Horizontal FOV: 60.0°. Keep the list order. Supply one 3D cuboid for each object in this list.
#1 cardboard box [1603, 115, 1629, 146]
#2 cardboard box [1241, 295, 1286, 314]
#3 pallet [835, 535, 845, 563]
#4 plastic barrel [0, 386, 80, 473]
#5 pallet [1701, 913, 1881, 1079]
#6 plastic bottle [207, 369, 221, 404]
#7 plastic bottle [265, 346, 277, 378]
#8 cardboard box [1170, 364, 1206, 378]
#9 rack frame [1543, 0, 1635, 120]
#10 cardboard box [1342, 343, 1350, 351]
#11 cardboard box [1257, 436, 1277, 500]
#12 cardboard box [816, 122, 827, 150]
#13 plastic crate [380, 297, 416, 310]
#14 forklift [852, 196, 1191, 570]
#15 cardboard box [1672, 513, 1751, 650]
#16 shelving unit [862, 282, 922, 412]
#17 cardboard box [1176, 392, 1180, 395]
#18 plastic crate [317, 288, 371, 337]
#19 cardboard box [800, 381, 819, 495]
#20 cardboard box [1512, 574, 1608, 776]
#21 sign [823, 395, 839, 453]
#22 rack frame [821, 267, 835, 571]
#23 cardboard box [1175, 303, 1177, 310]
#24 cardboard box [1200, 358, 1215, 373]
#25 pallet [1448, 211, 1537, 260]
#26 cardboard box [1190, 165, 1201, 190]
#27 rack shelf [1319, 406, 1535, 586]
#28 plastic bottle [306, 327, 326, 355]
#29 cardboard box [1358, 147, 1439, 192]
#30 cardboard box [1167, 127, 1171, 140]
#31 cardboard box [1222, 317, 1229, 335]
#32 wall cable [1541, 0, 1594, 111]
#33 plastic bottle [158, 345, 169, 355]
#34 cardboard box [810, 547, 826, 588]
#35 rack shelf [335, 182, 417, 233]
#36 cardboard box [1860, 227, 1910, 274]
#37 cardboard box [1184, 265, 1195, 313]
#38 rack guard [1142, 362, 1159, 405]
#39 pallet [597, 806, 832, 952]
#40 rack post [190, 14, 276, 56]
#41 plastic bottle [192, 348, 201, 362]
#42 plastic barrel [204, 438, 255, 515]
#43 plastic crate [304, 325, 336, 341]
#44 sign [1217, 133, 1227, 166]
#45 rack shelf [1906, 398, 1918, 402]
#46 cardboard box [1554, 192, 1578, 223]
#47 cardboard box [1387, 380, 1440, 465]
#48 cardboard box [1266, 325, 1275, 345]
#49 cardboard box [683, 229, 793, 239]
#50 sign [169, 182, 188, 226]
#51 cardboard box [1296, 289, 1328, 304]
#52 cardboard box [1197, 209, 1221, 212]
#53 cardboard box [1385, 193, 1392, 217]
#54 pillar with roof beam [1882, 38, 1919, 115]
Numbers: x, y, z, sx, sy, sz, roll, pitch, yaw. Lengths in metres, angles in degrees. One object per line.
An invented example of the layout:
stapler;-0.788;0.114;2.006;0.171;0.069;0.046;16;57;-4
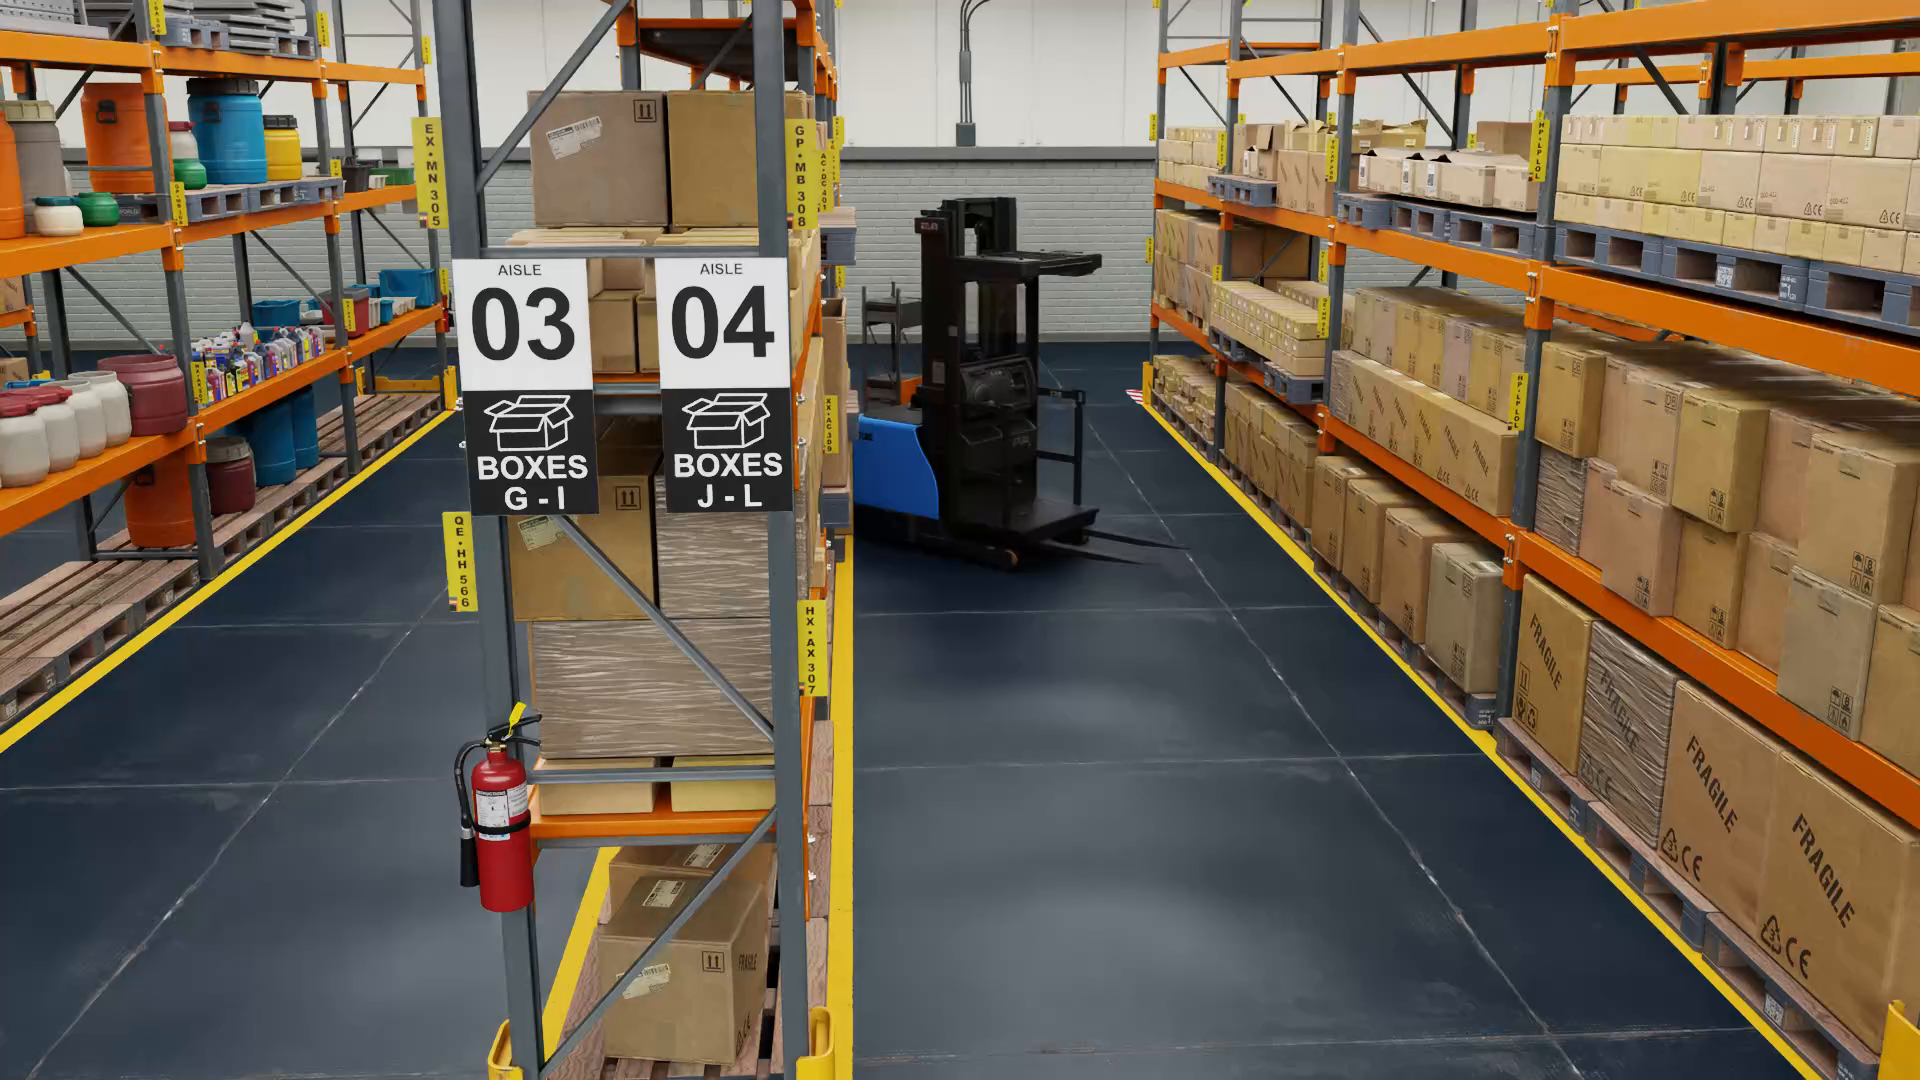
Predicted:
cardboard box;3.401;-2.013;8.170;0.380;0.149;0.250;-1;14;-4
cardboard box;2.836;-2.199;15.520;0.380;0.149;0.250;0;14;-1
pallet;-1.493;-0.056;14.321;1.003;0.211;1.213;-1;14;-3
plastic barrel;-6.127;-0.735;11.092;0.433;0.535;0.433;0;14;0
pallet;3.806;1.882;6.790;1.003;0.211;1.213;-1;14;-3
plastic bottle;-6.142;-1.271;13.682;0.061;0.283;0.133;-1;14;-3
plastic bottle;-6.227;-1.614;15.013;0.061;0.283;0.133;-1;14;-3
cardboard box;2.758;-2.034;20.096;0.380;0.149;0.250;-2;15;-6
rack frame;7.876;-6.257;20.787;1.000;3.000;0.127;-1;14;-3
cardboard box;3.559;-1.658;14.611;0.380;0.149;0.250;0;14;-1
cardboard box;3.058;-0.674;15.298;0.500;0.500;0.500;-2;15;-6
cardboard box;-1.197;-2.710;11.817;0.500;0.500;0.500;-1;14;-4
plastic crate;-6.727;-2.824;19.890;0.396;0.136;0.243;-1;14;-3
forklift;0.486;-1.320;13.775;3.031;2.935;1.130;12;18;38
cardboard box;3.826;0.156;7.600;0.875;0.550;0.500;-1;14;-3
shelving unit;-0.585;-1.298;15.355;0.431;2.100;0.503;9;17;30
cardboard box;2.792;-1.685;19.935;0.380;0.149;0.250;-1;14;-3
plastic crate;-6.515;-2.414;17.639;0.402;0.464;0.583;-1;14;-3
cardboard box;-0.879;-0.410;7.298;0.500;0.500;0.500;-1;14;-3
cardboard box;3.654;0.717;9.141;0.875;0.875;0.875;-1;14;-3
sign;-0.730;-0.644;9.272;0.100;0.325;0.005;-1;14;-3
rack frame;-1.519;-1.209;13.207;1.000;3.000;0.127;-1;14;-3
cardboard box;2.808;-2.850;20.089;0.380;0.149;0.250;0;14;-1
cardboard box;3.186;-2.170;20.625;0.380;0.149;0.250;-1;14;-2
pallet;3.579;-1.853;10.074;0.805;0.209;1.217;-1;15;-6
cardboard box;2.838;-4.004;18.350;0.500;0.250;0.500;-1;14;-4
rack shelf;3.561;-0.415;11.563;1.077;0.370;4.000;-1;14;-3
plastic bottle;-6.363;-1.975;16.430;0.152;0.276;0.135;-1;14;-3
cardboard box;3.263;-2.739;12.266;0.500;0.311;0.500;-1;14;-3
cardboard box;2.676;-4.849;19.831;0.380;0.149;0.250;-1;14;-4
cardboard box;2.790;-2.101;16.334;0.380;0.149;0.250;-1;14;-3
wall cable;10.776;-7.730;26.436;2.988;3.039;0.133;-1;14;-3
plastic bottle;-6.953;-1.527;14.542;0.144;0.351;0.185;-1;14;-3
cardboard box;-0.876;0.142;8.459;0.380;0.149;0.250;-1;14;-3
rack shelf;-6.834;-3.729;18.425;1.077;0.370;4.000;-1;14;-3
cardboard box;3.543;-1.058;6.059;0.380;0.149;0.250;-1;14;-3
cardboard box;2.817;-2.817;18.657;0.500;0.500;0.500;-1;14;-4
rack guard;2.947;-2.021;21.377;1.175;0.500;0.348;-1;14;-3
pallet;-1.116;1.607;7.859;1.003;0.211;1.213;-1;14;-3
rack post;-6.458;-4.289;14.142;0.937;0.300;0.954;1;14;3
plastic bottle;-6.855;-1.581;14.909;0.097;0.271;0.097;0;14;0
plastic barrel;-6.580;-0.571;14.721;0.600;0.588;0.708;-1;14;-3
plastic crate;-6.597;-2.147;17.260;0.396;0.136;0.243;-1;14;-3
sign;2.649;-3.948;16.795;0.100;0.325;0.005;-1;14;-3
rack shelf;8.496;-0.517;11.958;1.077;0.370;4.000;-1;14;-3
cardboard box;3.369;-1.753;8.761;0.380;0.149;0.250;-1;14;-4
cardboard box;3.290;-0.818;11.484;0.500;0.500;0.500;-1;14;-4
cardboard box;2.900;-1.796;14.553;0.380;0.149;0.250;-1;14;-3
cardboard box;-0.814;-1.061;6.110;0.380;0.149;0.250;0;14;-1
sign;-5.914;-2.545;12.589;0.100;0.325;0.005;-1;14;-3
cardboard box;3.457;-2.332;16.038;0.380;0.149;0.250;-1;14;-4
cardboard box;3.218;-3.817;20.538;0.500;0.500;0.500;-1;14;-5
cardboard box;3.668;-2.908;13.588;0.500;0.500;0.500;-1;14;-3
pillar with roof beam;9.266;-6.953;23.490;9.100;9.000;0.400;-1;14;-3
